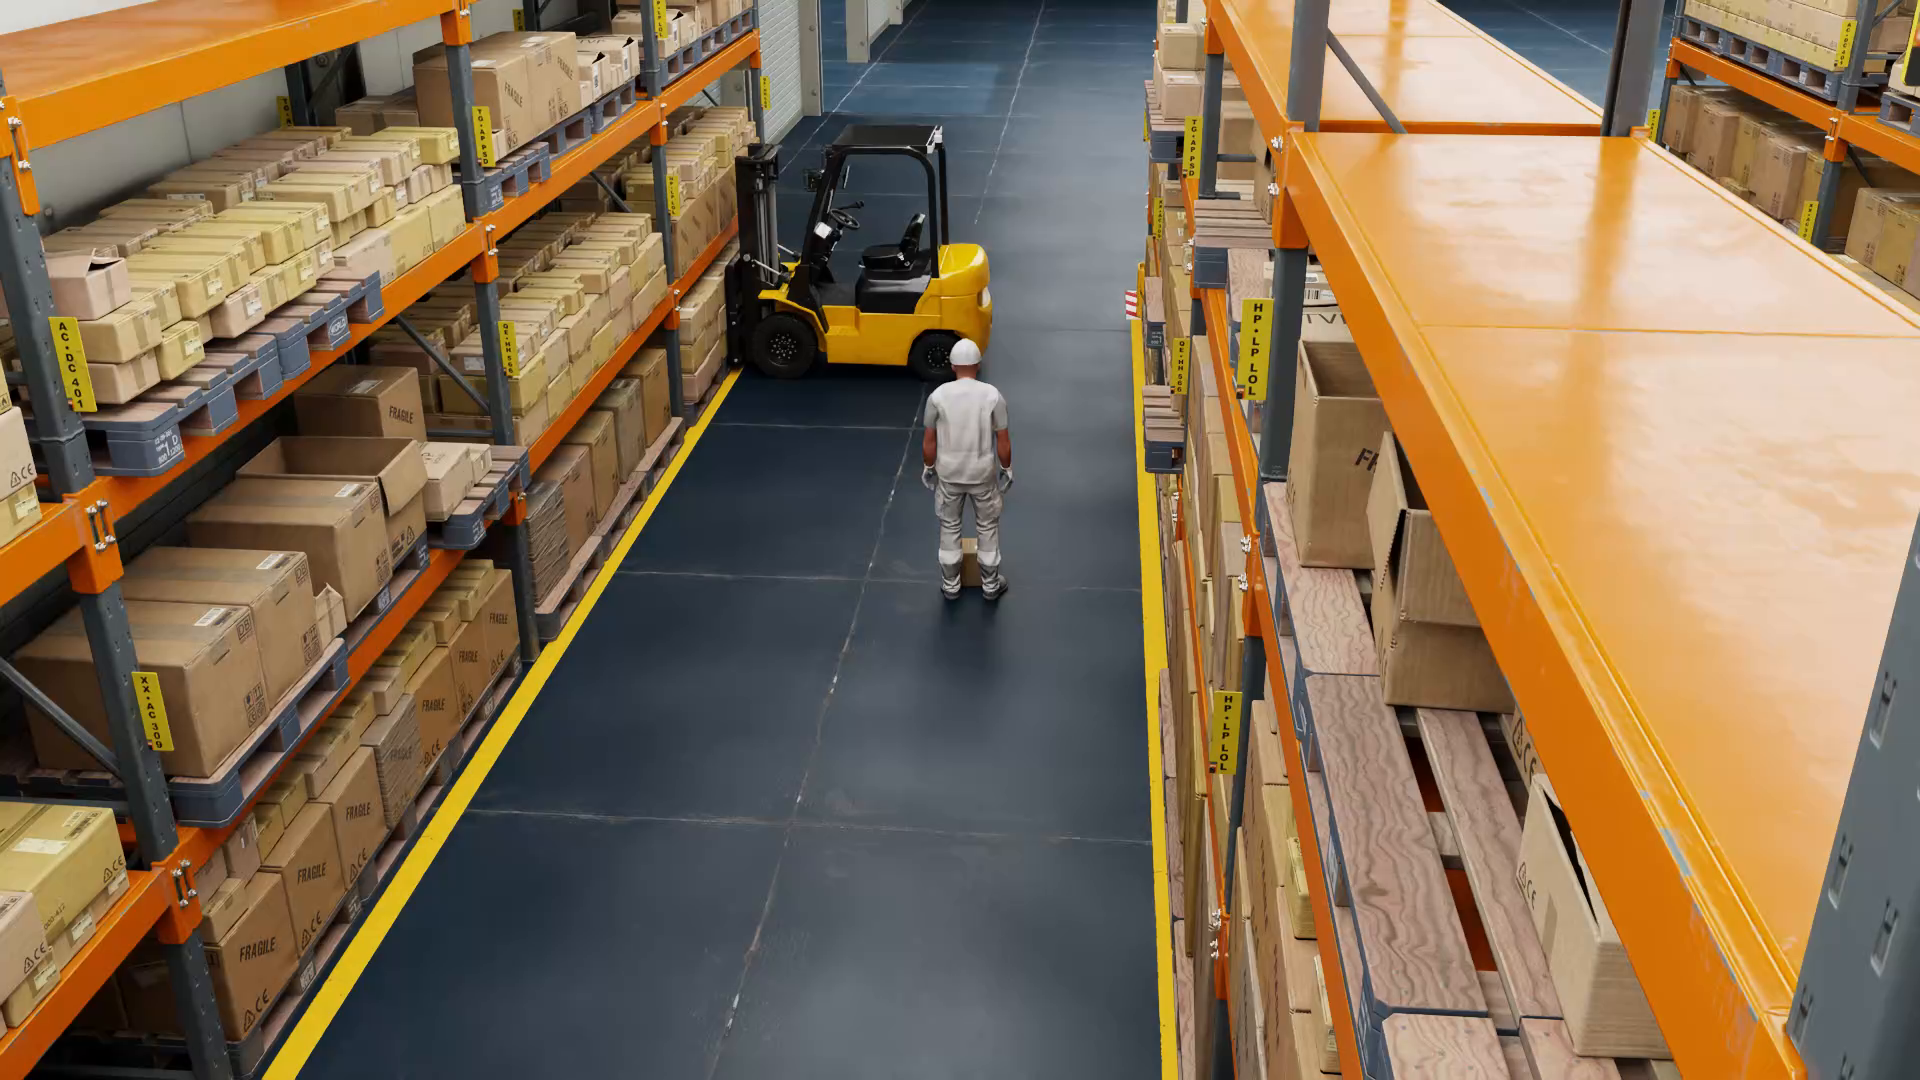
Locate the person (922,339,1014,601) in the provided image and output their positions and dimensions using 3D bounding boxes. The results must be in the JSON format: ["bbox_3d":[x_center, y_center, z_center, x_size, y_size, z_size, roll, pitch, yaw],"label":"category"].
[{"bbox_3d":[0.051,-0.450,10.991,0.607,1.780,0.449,2,24,4],"label":"person"}]
